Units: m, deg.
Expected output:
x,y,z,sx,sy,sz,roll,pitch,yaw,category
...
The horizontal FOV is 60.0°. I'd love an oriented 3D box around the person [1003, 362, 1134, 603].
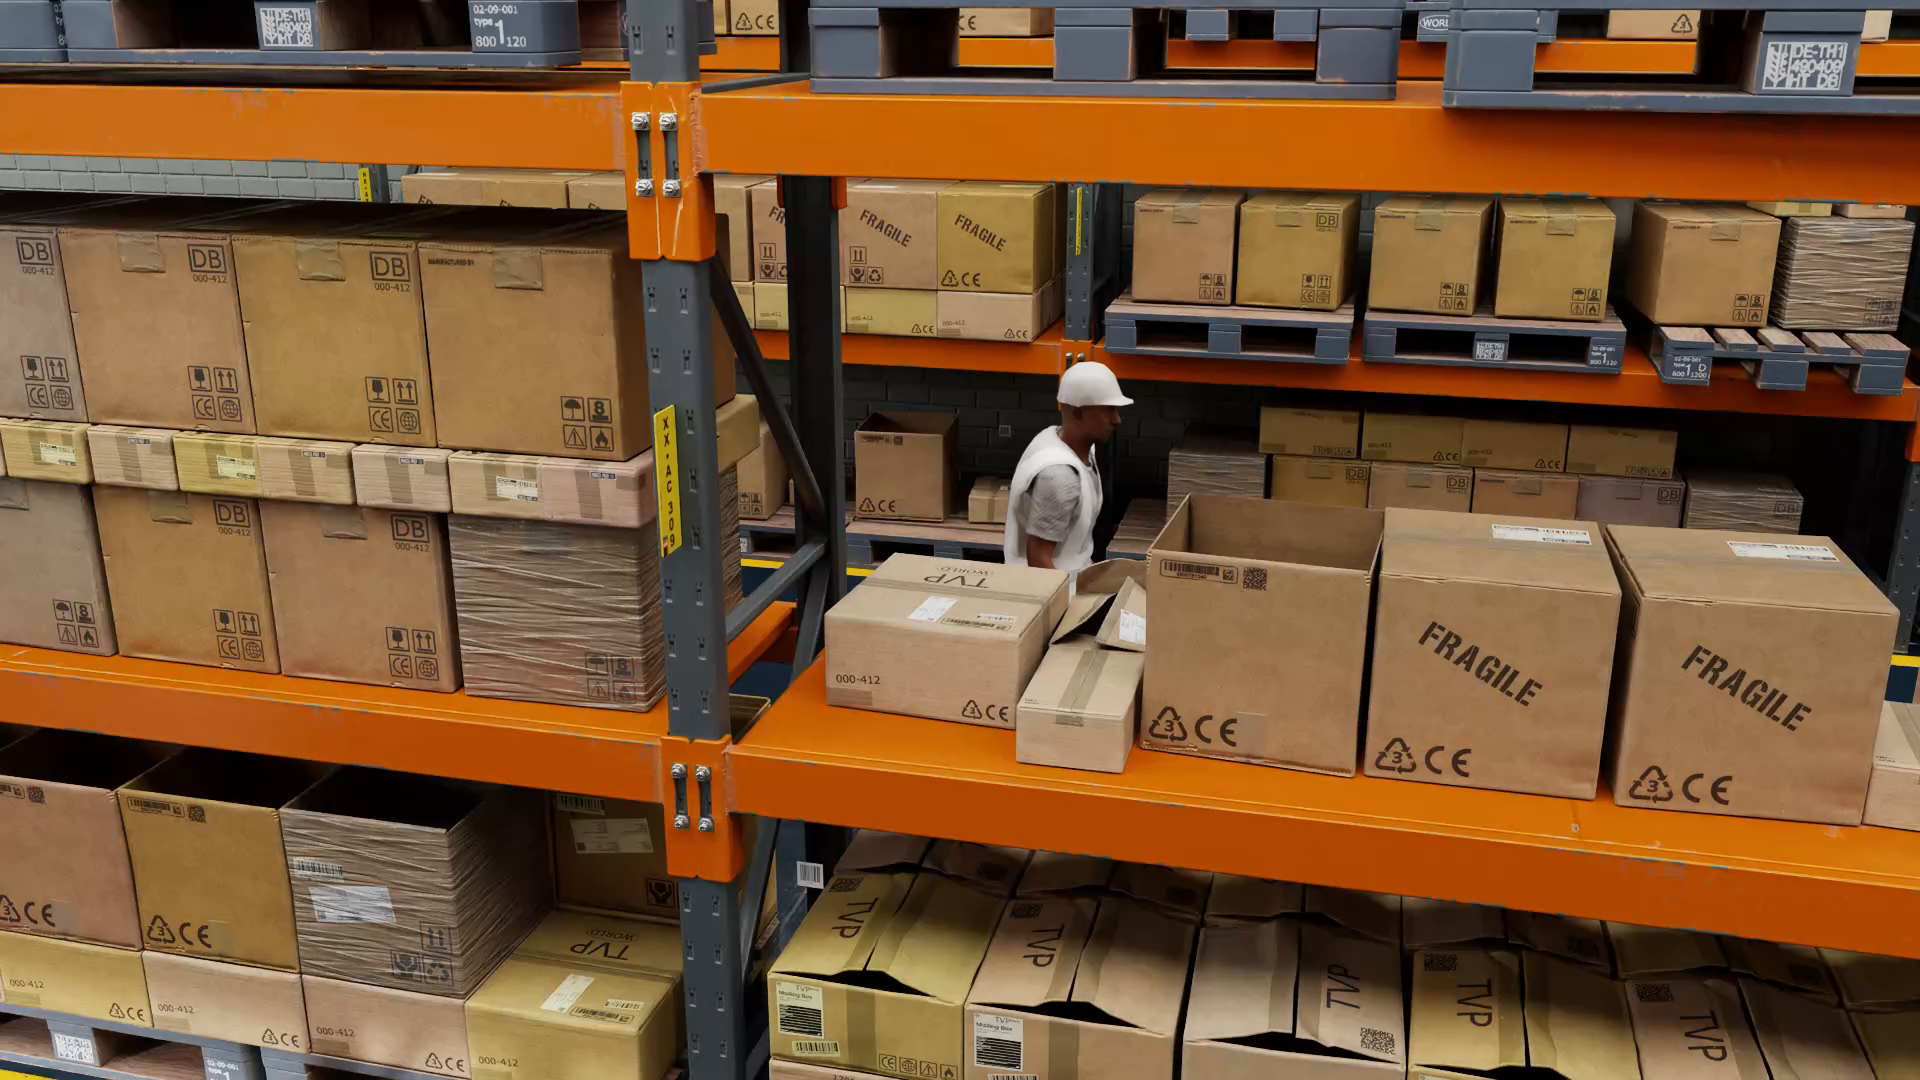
x,y,z,sx,sy,sz,roll,pitch,yaw,category
0.388,0.225,6.104,0.446,1.774,0.617,5,19,14,person
